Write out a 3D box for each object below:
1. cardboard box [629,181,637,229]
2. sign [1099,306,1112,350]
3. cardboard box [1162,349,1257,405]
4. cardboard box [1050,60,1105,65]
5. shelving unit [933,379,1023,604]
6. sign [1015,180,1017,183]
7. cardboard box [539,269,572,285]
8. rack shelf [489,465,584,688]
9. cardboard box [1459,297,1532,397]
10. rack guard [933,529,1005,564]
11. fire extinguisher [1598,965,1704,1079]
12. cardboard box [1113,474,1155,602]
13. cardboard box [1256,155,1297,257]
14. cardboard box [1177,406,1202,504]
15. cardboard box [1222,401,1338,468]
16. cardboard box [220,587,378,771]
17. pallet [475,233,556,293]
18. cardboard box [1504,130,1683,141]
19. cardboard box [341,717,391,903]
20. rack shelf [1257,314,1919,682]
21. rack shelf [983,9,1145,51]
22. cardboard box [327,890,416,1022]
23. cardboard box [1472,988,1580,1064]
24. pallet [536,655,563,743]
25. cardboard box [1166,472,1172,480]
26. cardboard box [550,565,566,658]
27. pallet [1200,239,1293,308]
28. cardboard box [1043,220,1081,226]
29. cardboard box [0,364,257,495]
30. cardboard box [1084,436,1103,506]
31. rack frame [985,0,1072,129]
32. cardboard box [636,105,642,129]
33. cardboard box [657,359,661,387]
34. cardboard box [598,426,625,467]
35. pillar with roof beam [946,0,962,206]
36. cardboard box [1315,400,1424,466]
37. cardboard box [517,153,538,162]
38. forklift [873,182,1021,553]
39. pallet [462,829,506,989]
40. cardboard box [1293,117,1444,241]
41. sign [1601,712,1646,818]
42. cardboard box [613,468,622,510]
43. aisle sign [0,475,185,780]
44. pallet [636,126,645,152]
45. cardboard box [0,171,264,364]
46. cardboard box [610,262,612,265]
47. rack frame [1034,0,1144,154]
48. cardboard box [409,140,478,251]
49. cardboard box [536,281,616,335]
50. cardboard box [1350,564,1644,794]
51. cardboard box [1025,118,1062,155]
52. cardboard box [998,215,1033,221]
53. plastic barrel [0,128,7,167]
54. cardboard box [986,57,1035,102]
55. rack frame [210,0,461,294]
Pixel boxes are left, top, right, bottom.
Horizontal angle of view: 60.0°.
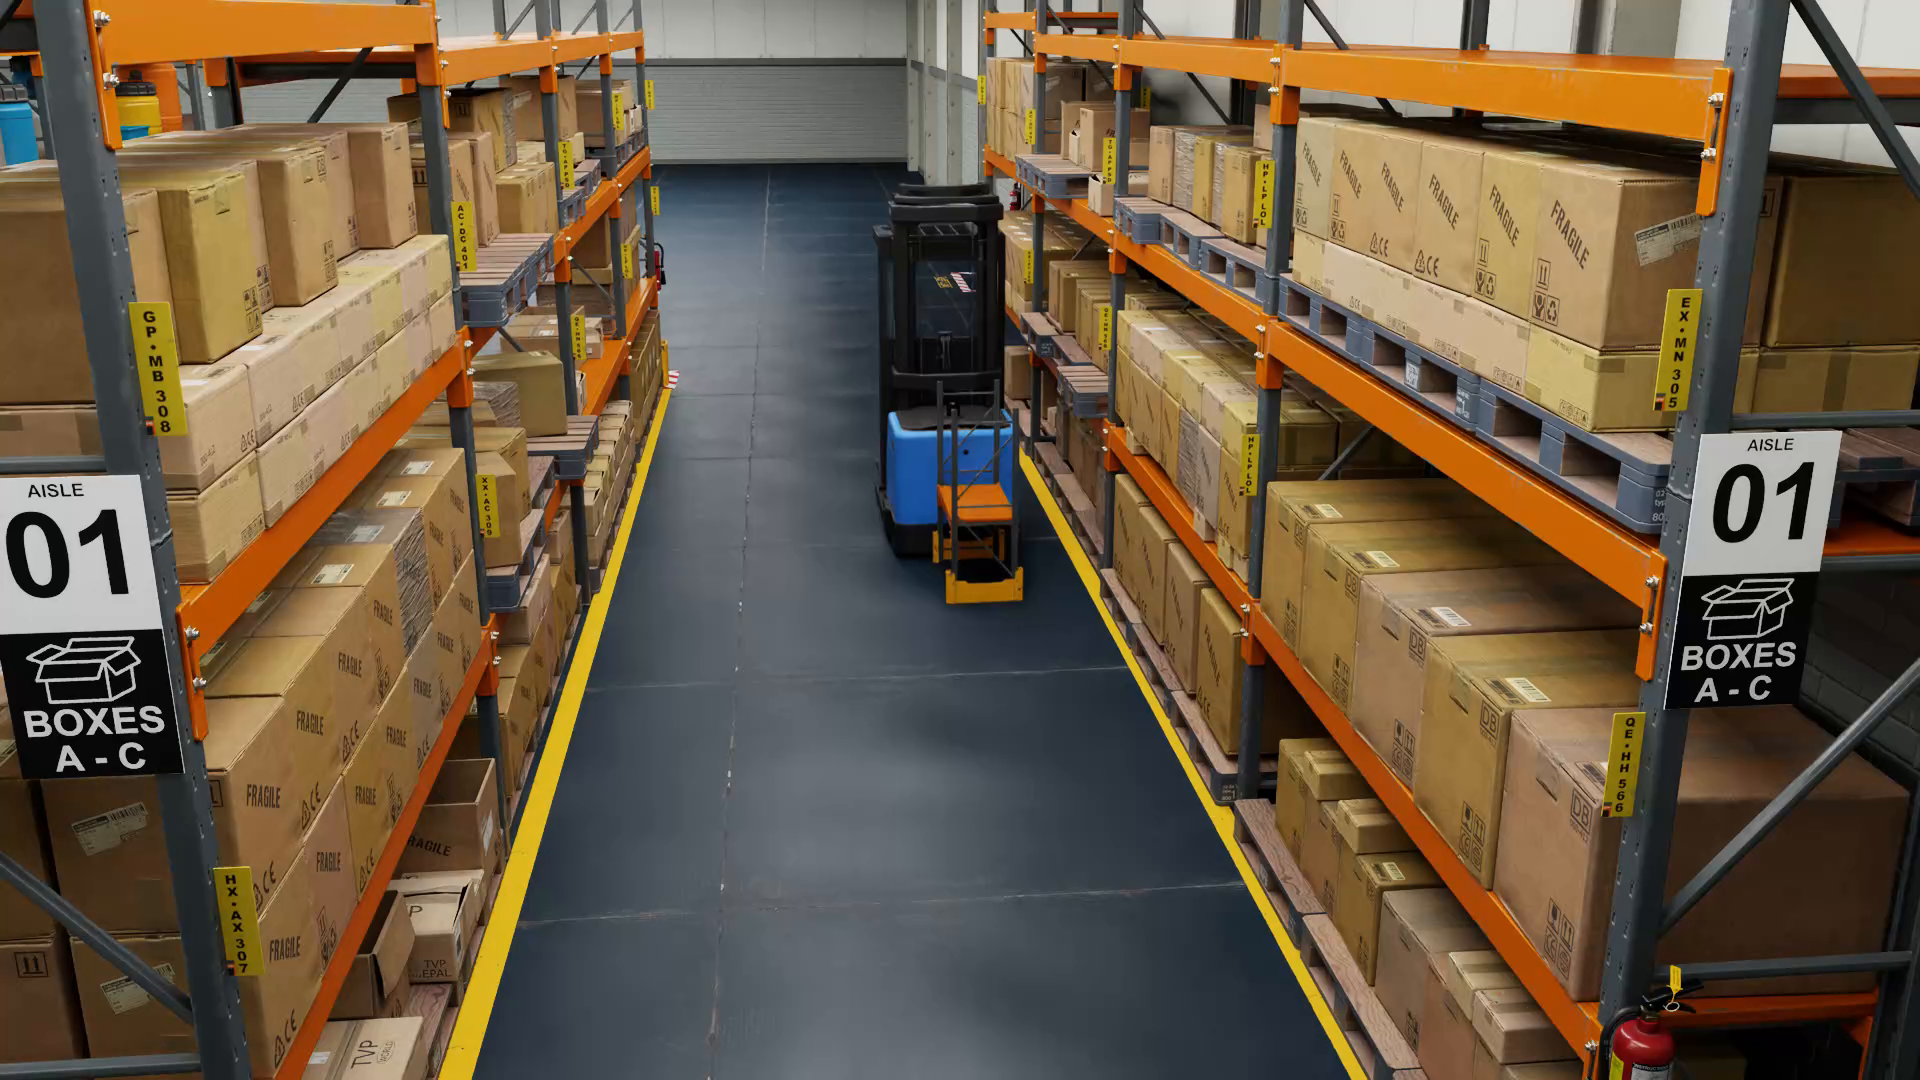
[{"bbox_3d":[-4.085,-3.824,19.016,0.700,0.500,0.500,-2,18,-5],"label":"cardboard box"},{"bbox_3d":[1.087,-1.578,12.395,0.100,0.325,0.005,-2,18,-6],"label":"sign"},{"bbox_3d":[1.587,-1.036,10.520,0.500,0.250,0.500,-2,18,-7],"label":"cardboard box"},{"bbox_3d":[1.245,-4.852,17.746,0.500,0.500,0.500,-2,18,-6],"label":"cardboard box"},{"bbox_3d":[0.129,-0.396,12.936,0.587,1.500,1.083,-2,18,-6],"label":"shelving unit"},{"bbox_3d":[0.943,-5.995,28.204,0.001,0.329,0.234,-2,18,-6],"label":"sign"},{"bbox_3d":[-3.955,-2.552,16.049,0.380,0.149,0.250,-2,18,-6],"label":"cardboard box"},{"bbox_3d":[-3.095,0.010,10.338,1.077,0.370,4.000,-2,18,-6],"label":"rack shelf"},{"bbox_3d":[2.056,-0.672,5.685,0.500,0.250,0.500,-2,18,-8],"label":"cardboard box"},{"bbox_3d":[0.071,0.052,13.595,0.587,0.250,0.087,-2,18,-6],"label":"rack guard"},{"bbox_3d":[2.007,1.574,4.906,0.296,0.674,0.183,-2,18,-6],"label":"fire extinguisher"},{"bbox_3d":[1.571,-0.035,12.167,0.750,0.750,0.750,-2,18,-6],"label":"cardboard box"},{"bbox_3d":[2.057,-1.846,9.139,0.700,0.500,0.500,-3,18,-9],"label":"cardboard box"},{"bbox_3d":[1.634,-0.522,10.135,0.500,0.500,0.500,-2,18,-6],"label":"cardboard box"},{"bbox_3d":[1.736,-0.580,9.066,0.500,0.250,0.500,-1,17,-4],"label":"cardboard box"},{"bbox_3d":[-2.368,0.485,5.789,0.500,0.500,0.500,-2,17,-5],"label":"cardboard box"},{"bbox_3d":[-2.996,-1.584,9.521,1.213,0.211,1.003,-2,18,-6],"label":"pallet"},{"bbox_3d":[2.472,-1.347,6.582,0.500,0.500,0.500,-2,18,-7],"label":"cardboard box"},{"bbox_3d":[-2.367,0.963,5.934,0.500,0.500,0.500,-2,18,-6],"label":"cardboard box"},{"bbox_3d":[2.244,-0.383,6.584,1.077,0.370,4.000,-2,18,-6],"label":"rack shelf"},{"bbox_3d":[1.007,-5.388,17.523,1.077,0.370,4.000,-2,18,-6],"label":"rack shelf"},{"bbox_3d":[-2.690,1.804,6.858,0.797,0.503,0.637,-2,18,-6],"label":"cardboard box"},{"bbox_3d":[2.085,1.745,6.000,0.380,0.149,0.250,-2,18,-6],"label":"cardboard box"},{"bbox_3d":[-3.139,0.988,10.678,1.003,0.211,1.213,-2,18,-6],"label":"pallet"},{"bbox_3d":[1.590,-0.485,11.100,0.380,0.149,0.250,-2,17,-5],"label":"cardboard box"},{"bbox_3d":[-2.918,0.479,11.081,0.500,0.500,0.500,-2,18,-8],"label":"cardboard box"},{"bbox_3d":[1.895,-1.503,9.268,0.805,0.209,1.217,-2,18,-8],"label":"pallet"},{"bbox_3d":[1.160,-3.324,18.723,0.500,0.500,0.500,-2,18,-7],"label":"cardboard box"},{"bbox_3d":[-2.270,-0.305,4.548,0.500,0.250,0.500,-2,18,-6],"label":"cardboard box"},{"bbox_3d":[1.483,-0.617,14.575,0.700,0.500,0.500,-2,18,-6],"label":"cardboard box"},{"bbox_3d":[0.800,-6.329,19.313,1.000,3.000,0.127,-2,18,-6],"label":"rack frame"},{"bbox_3d":[-3.745,-4.604,18.143,0.500,0.250,0.500,-2,18,-6],"label":"cardboard box"},{"bbox_3d":[-3.714,-1.902,19.116,0.500,0.250,0.500,-2,18,-6],"label":"cardboard box"},{"bbox_3d":[-3.278,-0.861,14.866,0.500,0.311,0.500,-2,18,-6],"label":"cardboard box"},{"bbox_3d":[-4.405,-11.377,35.392,9.100,9.000,0.400,-2,18,-6],"label":"pillar with roof beam"},{"bbox_3d":[2.250,-0.593,9.110,0.500,0.250,0.500,-1,17,-4],"label":"cardboard box"},{"bbox_3d":[-3.476,-2.778,12.559,0.500,0.250,0.500,-1,17,-4],"label":"cardboard box"},{"bbox_3d":[-0.184,-1.690,14.668,1.130,2.935,3.031,-2,18,-6],"label":"forklift"},{"bbox_3d":[-2.819,1.798,8.098,1.003,0.211,1.213,-2,18,-6],"label":"pallet"},{"bbox_3d":[1.833,-1.636,7.502,0.500,0.500,0.500,-2,18,-6],"label":"cardboard box"},{"bbox_3d":[1.910,0.648,4.778,0.100,0.325,0.005,-2,18,-6],"label":"sign"},{"bbox_3d":[-3.228,-0.440,14.459,0.500,0.250,0.500,-1,17,-5],"label":"cardboard box"},{"bbox_3d":[-2.177,0.225,4.111,0.394,0.787,0.004,-2,18,-6],"label":"aisle sign"},{"bbox_3d":[-4.079,-4.490,18.611,1.003,0.211,1.213,-2,18,-6],"label":"pallet"},{"bbox_3d":[-2.513,-0.805,4.891,0.700,0.500,0.500,-2,18,-6],"label":"cardboard box"},{"bbox_3d":[-3.575,-2.639,16.324,0.380,0.149,0.250,-2,17,-5],"label":"cardboard box"},{"bbox_3d":[1.213,-5.137,15.517,1.000,3.000,0.127,-2,18,-6],"label":"rack frame"},{"bbox_3d":[-2.959,-1.815,8.907,0.600,0.600,0.600,-2,18,-6],"label":"cardboard box"},{"bbox_3d":[-3.766,-2.300,16.330,0.700,0.500,0.500,-2,18,-7],"label":"cardboard box"},{"bbox_3d":[2.233,0.562,6.879,0.980,0.700,0.700,-3,18,-8],"label":"cardboard box"},{"bbox_3d":[0.915,-3.907,16.405,0.500,0.500,0.500,-1,17,-4],"label":"cardboard box"},{"bbox_3d":[0.592,-3.463,19.166,0.500,0.500,0.500,-2,18,-5],"label":"cardboard box"},{"bbox_3d":[-8.305,-3.299,13.834,0.600,0.901,0.600,0,17,0],"label":"plastic barrel"},{"bbox_3d":[0.599,-5.310,19.205,0.500,0.500,0.500,-3,18,-10],"label":"cardboard box"},{"bbox_3d":[-2.889,-2.599,7.434,1.000,3.000,0.127,-2,18,-6],"label":"rack frame"}]
